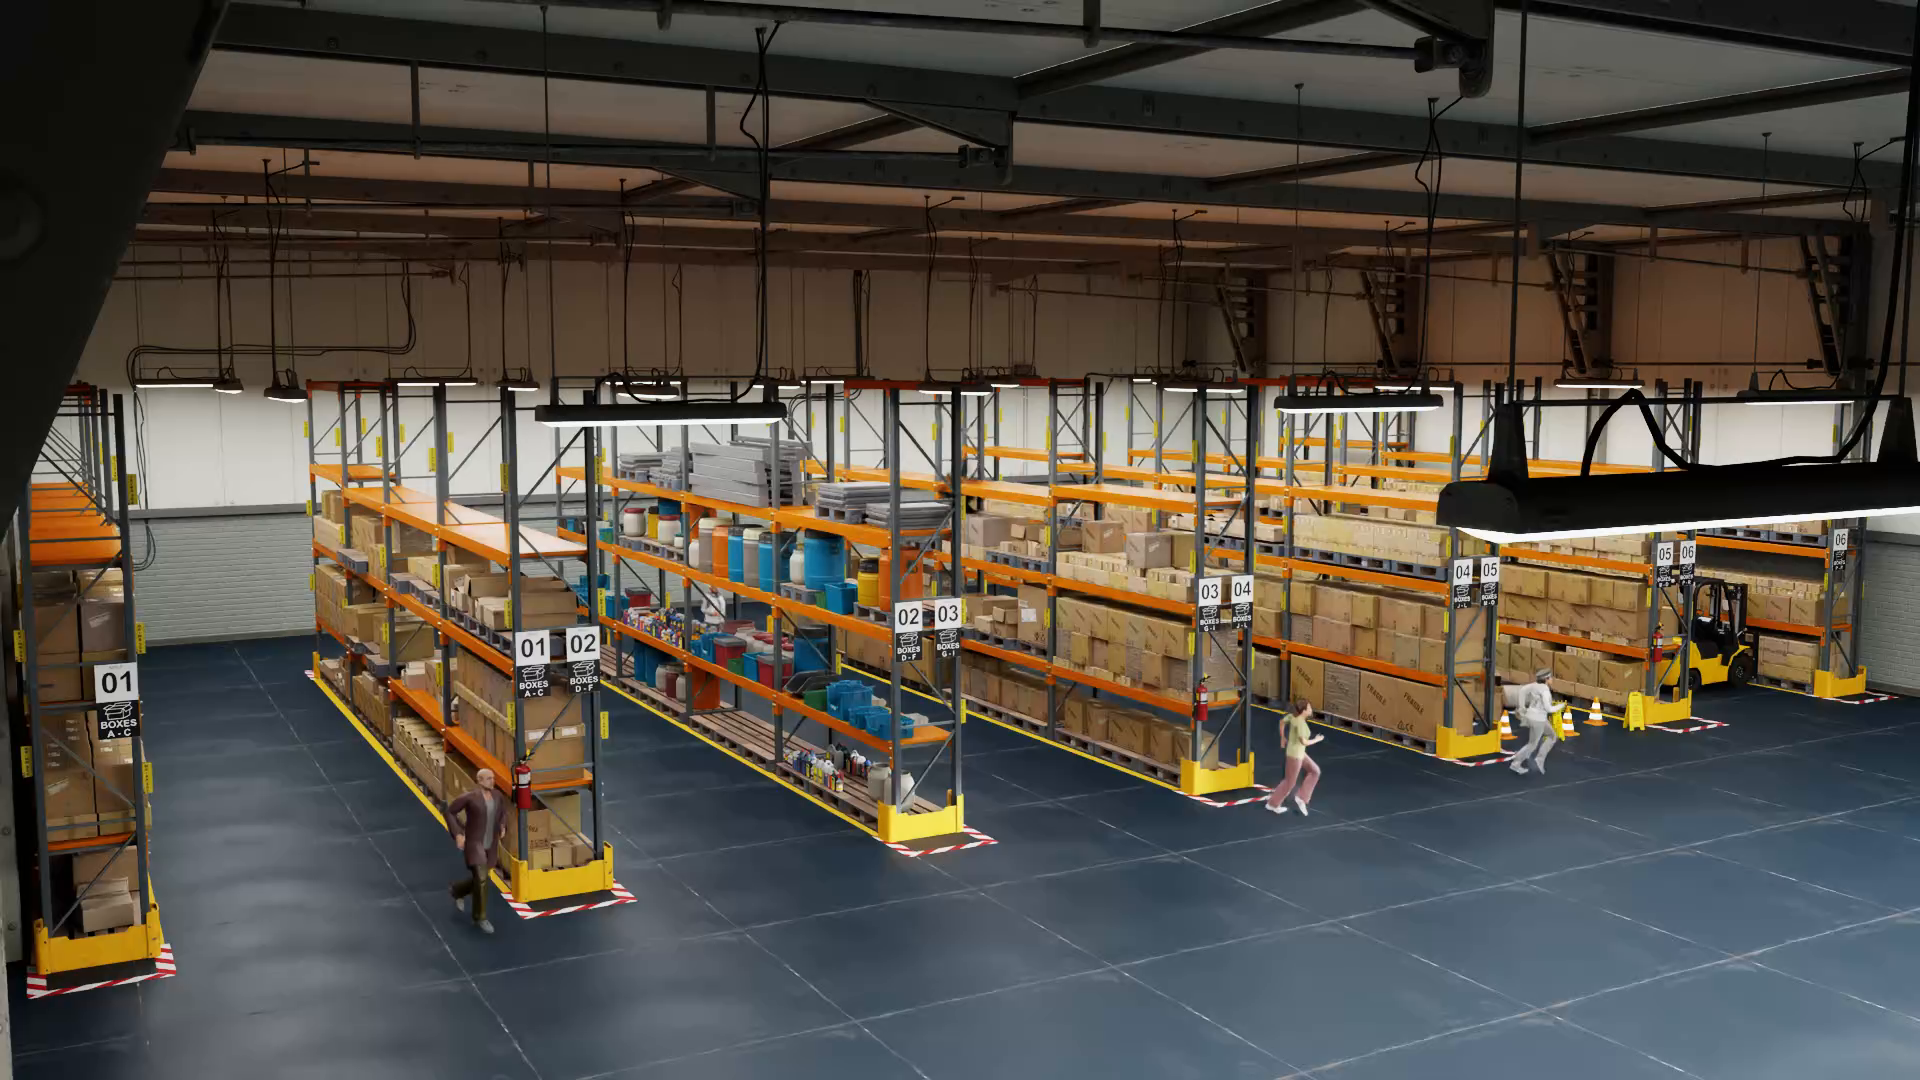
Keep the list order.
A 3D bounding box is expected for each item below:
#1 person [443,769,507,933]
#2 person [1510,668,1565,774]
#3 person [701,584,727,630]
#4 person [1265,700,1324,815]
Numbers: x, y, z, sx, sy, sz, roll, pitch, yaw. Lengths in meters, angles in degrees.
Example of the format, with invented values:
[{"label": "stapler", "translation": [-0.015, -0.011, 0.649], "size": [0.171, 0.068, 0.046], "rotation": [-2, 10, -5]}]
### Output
[{"label": "person", "translation": [-5.455, 3.473, 18.882], "size": [0.953, 1.775, 0.744], "rotation": [5, 8, 38]}, {"label": "person", "translation": [8.863, 2.777, 25.528], "size": [0.780, 1.666, 0.642], "rotation": [0, 6, 2]}, {"label": "person", "translation": [-5.120, 1.717, 34.837], "size": [0.671, 1.760, 1.024], "rotation": [-6, 8, -44]}, {"label": "person", "translation": [4.677, 3.032, 23.223], "size": [0.781, 1.653, 0.604], "rotation": [1, 6, 5]}]
